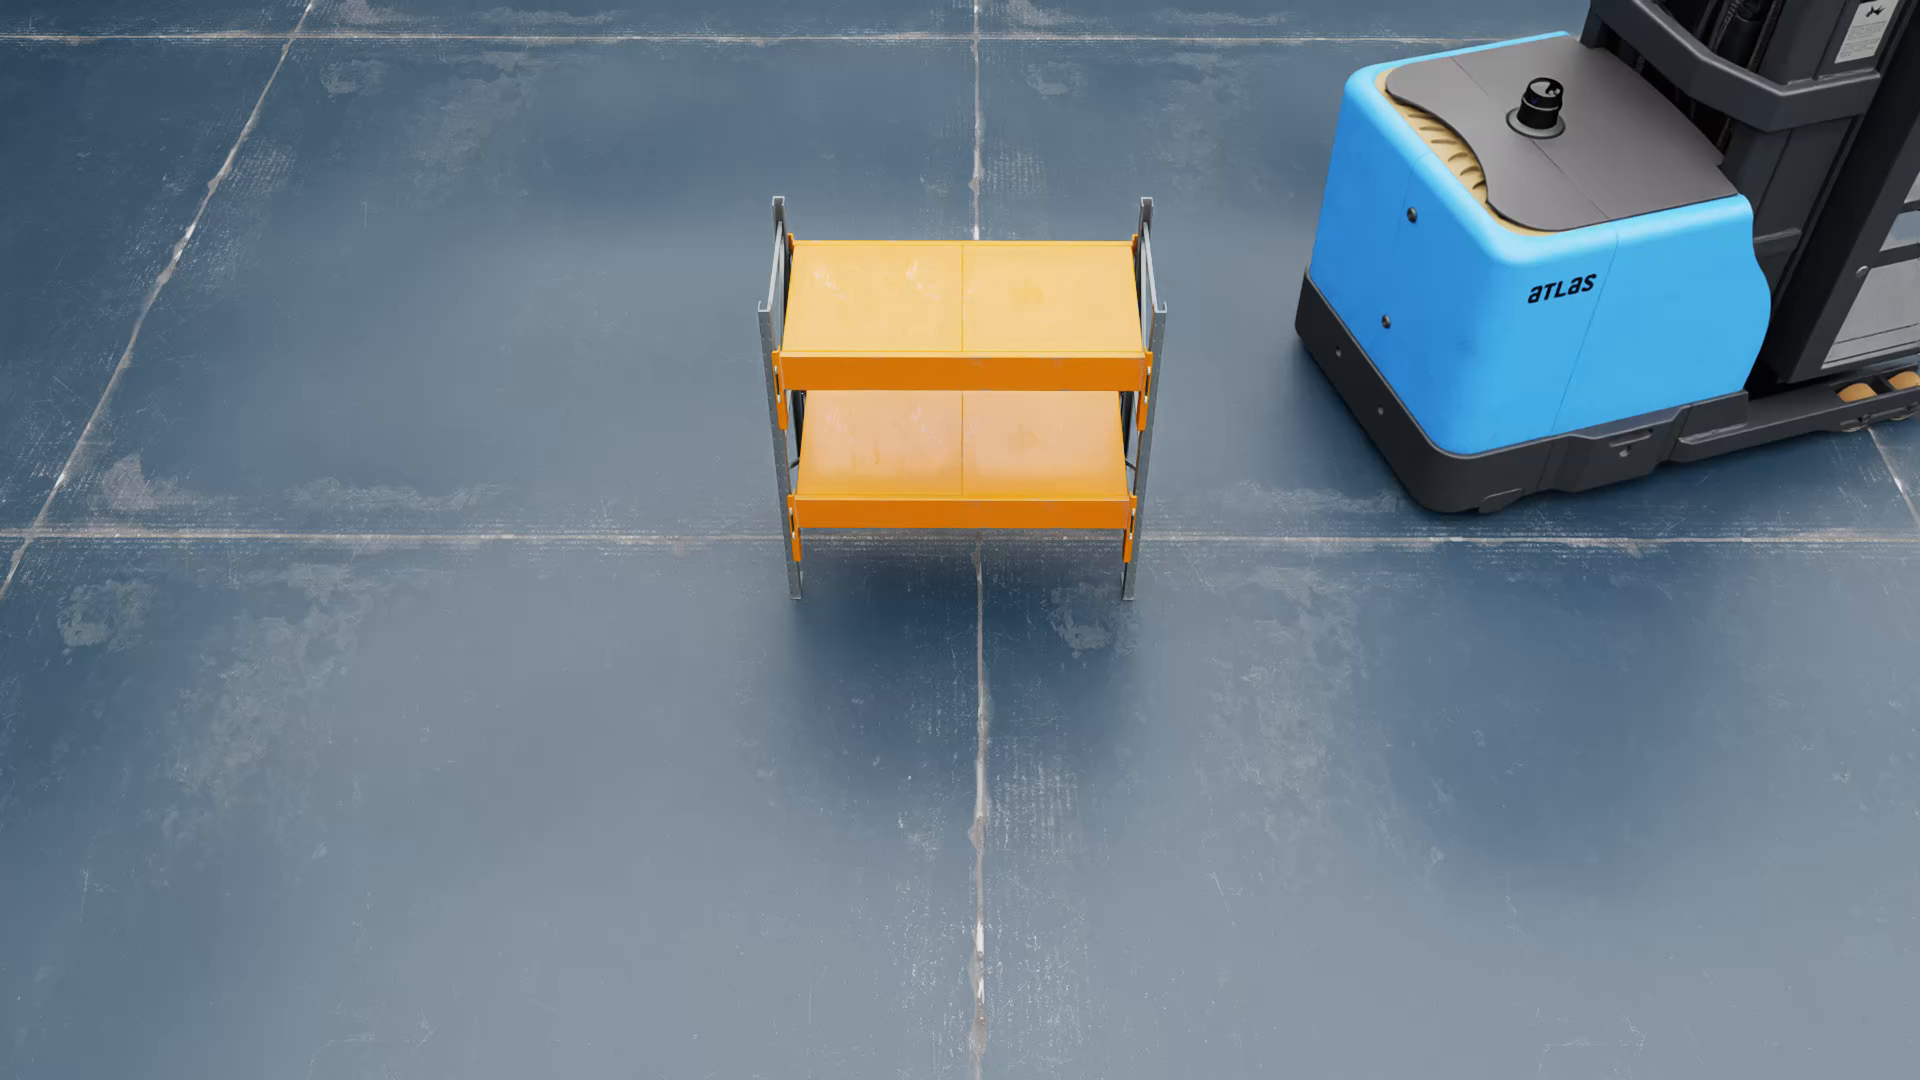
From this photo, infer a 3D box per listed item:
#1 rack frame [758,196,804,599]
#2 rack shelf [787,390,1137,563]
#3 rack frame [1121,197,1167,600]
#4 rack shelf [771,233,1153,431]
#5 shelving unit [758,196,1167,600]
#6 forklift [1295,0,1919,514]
[{"bbox_3d":[-0.502,-0.385,4.840,0.032,1.125,0.500,0,47,0],"label":"rack frame"},{"bbox_3d":[0.007,-0.217,5.017,1.000,0.278,0.538,0,47,0],"label":"rack shelf"},{"bbox_3d":[0.515,-0.382,4.837,0.032,1.125,0.500,0,47,0],"label":"rack frame"},{"bbox_3d":[0.007,-0.583,4.624,1.000,0.278,0.538,0,47,0],"label":"rack shelf"},{"bbox_3d":[0.007,-0.383,4.838,1.048,1.125,0.538,0,47,0],"label":"shelving unit"},{"bbox_3d":[2.752,-1.717,4.846,3.031,2.935,1.130,-13,48,-12],"label":"forklift"}]
